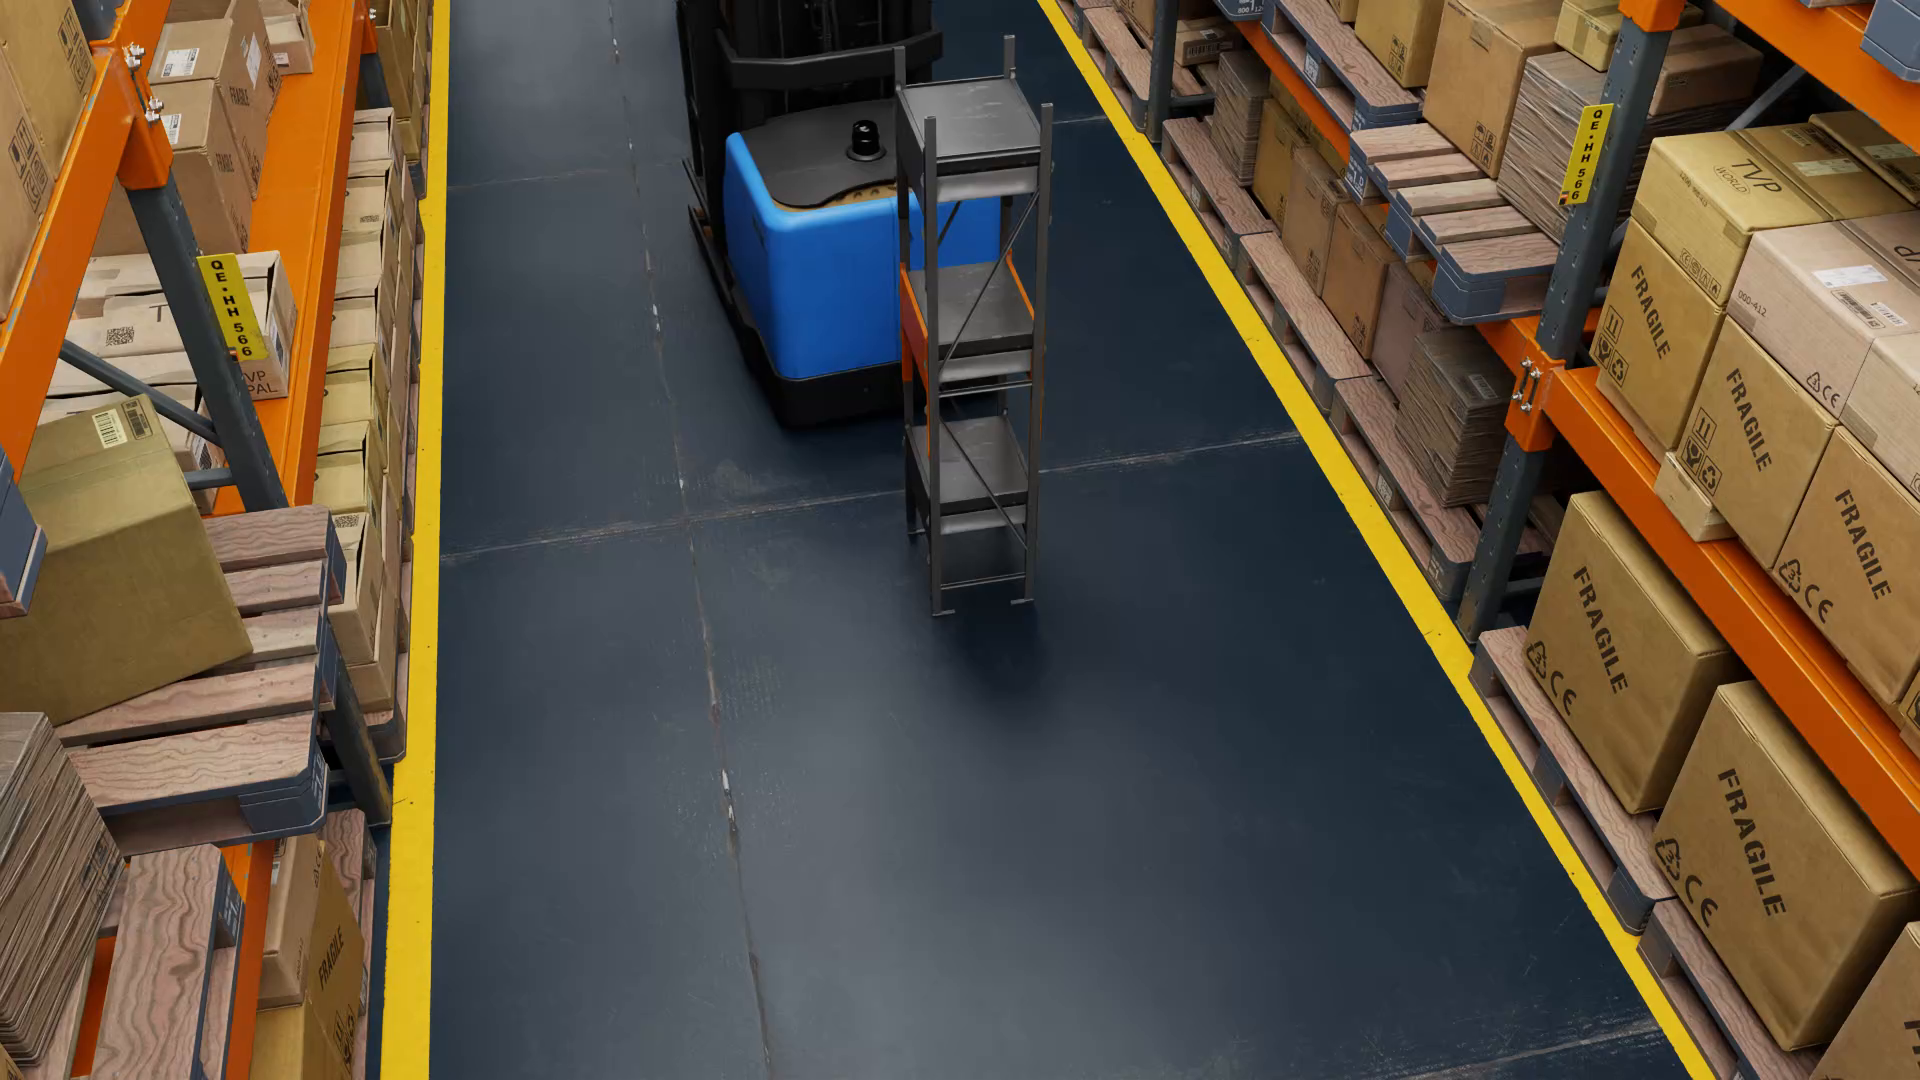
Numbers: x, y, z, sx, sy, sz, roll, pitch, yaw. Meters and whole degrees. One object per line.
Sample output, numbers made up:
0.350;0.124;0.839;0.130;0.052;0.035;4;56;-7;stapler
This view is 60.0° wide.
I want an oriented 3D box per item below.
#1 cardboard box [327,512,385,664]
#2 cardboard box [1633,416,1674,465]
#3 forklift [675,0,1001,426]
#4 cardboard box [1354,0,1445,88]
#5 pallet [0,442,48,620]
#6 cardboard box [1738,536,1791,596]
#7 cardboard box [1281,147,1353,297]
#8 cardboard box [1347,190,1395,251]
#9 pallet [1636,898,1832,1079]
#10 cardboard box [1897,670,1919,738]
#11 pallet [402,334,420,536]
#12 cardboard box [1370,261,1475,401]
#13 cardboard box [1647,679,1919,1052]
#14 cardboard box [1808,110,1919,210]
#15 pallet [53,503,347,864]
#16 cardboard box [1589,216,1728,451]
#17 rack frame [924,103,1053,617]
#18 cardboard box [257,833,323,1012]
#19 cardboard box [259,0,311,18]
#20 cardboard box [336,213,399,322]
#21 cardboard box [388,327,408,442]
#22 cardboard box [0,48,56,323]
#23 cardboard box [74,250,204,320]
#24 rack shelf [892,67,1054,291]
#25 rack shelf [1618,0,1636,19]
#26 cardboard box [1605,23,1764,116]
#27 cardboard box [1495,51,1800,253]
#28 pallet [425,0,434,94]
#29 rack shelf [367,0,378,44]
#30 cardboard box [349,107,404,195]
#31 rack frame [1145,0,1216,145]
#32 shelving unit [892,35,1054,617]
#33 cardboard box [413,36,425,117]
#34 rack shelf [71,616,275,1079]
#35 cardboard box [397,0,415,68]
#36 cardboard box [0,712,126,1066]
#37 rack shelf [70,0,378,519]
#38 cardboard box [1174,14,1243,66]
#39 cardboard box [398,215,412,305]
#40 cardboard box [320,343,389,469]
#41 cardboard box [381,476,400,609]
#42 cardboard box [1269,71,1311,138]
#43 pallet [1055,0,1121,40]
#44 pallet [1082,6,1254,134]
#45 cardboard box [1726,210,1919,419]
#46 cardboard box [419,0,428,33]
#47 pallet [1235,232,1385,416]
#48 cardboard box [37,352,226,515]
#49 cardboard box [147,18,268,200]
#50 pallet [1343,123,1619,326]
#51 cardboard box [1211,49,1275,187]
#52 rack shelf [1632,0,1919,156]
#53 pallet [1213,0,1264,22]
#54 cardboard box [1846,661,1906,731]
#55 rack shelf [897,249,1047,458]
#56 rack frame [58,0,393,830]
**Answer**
-2.261;0.162;5.641;0.500;0.311;0.500;-7;42;-8;cardboard box
2.292;-0.333;5.040;0.380;0.149;0.250;-8;42;-9;cardboard box
-0.740;-2.582;7.450;1.130;2.935;3.031;-12;43;-14;forklift
1.999;-2.140;6.495;0.700;0.500;0.500;-8;42;-9;cardboard box
-1.871;0.318;2.014;1.213;0.211;1.003;-8;42;-9;pallet
2.441;-0.003;4.668;0.380;0.149;0.250;-9;42;-10;cardboard box
1.944;-1.514;7.748;0.700;0.500;0.500;-8;42;-9;cardboard box
2.017;-1.511;7.180;0.500;0.250;0.500;-9;42;-9;cardboard box
2.757;1.523;4.875;1.003;0.211;1.213;-8;42;-9;pallet
2.586;0.364;3.766;0.500;0.500;0.500;-7;42;-8;cardboard box
-2.835;-0.404;7.046;1.003;0.211;1.213;-8;42;-9;pallet
2.197;-0.870;7.022;0.700;0.500;0.500;-8;42;-9;cardboard box
2.614;0.880;4.802;0.750;0.750;0.750;-9;42;-9;cardboard box
2.752;-1.010;4.749;0.500;0.250;0.500;-7;42;-8;cardboard box
-2.220;0.383;4.204;1.213;0.211;1.003;-8;42;-9;pallet
2.256;-0.635;4.892;0.500;0.500;0.500;-7;42;-8;cardboard box
0.088;-0.520;5.754;0.400;2.100;0.015;-8;42;-9;rack frame
-1.988;0.980;4.373;0.500;0.250;0.500;-7;42;-8;cardboard box
-3.150;-2.342;7.242;0.500;0.250;0.500;-6;42;-7;cardboard box
-2.707;-1.168;7.139;0.500;0.311;0.500;-8;42;-9;cardboard box
-2.599;-0.623;6.947;0.500;0.250;0.500;-8;42;-8;cardboard box
-2.198;-0.669;2.909;0.910;0.500;0.500;-8;42;-9;cardboard box
-2.765;-0.843;5.629;0.380;0.149;0.250;-5;42;-6;cardboard box
0.036;-1.191;5.476;0.431;0.518;0.480;-8;42;-9;rack shelf
1.969;-2.980;6.130;1.077;0.370;4.000;-8;42;-9;rack shelf
2.297;-1.494;5.279;0.380;0.149;0.250;-14;43;-15;cardboard box
2.290;-1.336;5.589;0.700;0.500;0.500;-13;43;-14;cardboard box
-3.696;-2.982;9.951;1.003;0.211;1.213;-8;42;-9;pallet
-3.730;-3.739;9.244;1.077;0.370;4.000;-8;42;-9;rack shelf
-2.931;-1.828;7.883;0.500;0.311;0.500;-8;42;-9;cardboard box
1.538;-3.423;8.347;1.000;3.000;0.127;-8;42;-9;rack frame
0.036;-0.678;5.932;0.431;2.100;0.503;-8;42;-9;shelving unit
-3.206;-2.509;9.072;0.500;0.250;0.500;-8;42;-9;cardboard box
-2.004;1.447;3.402;1.077;0.370;4.000;-8;42;-9;rack shelf
-3.209;-2.789;8.822;0.500;0.500;0.500;-8;42;-9;cardboard box
-2.178;0.699;3.311;0.700;0.500;0.500;-1;42;-1;cardboard box
-2.867;-1.146;6.323;1.077;0.370;4.000;-8;42;-9;rack shelf
1.393;-2.871;9.527;0.380;0.166;0.250;-14;43;-15;cardboard box
-2.819;-1.285;7.692;0.500;0.250;0.500;-9;42;-10;cardboard box
-2.491;-0.509;6.396;0.500;0.311;0.500;-9;42;-10;cardboard box
-2.371;0.046;6.194;0.500;0.250;0.500;-9;42;-10;cardboard box
1.811;-2.174;7.926;0.500;0.250;0.500;-9;42;-10;cardboard box
1.091;-3.603;10.650;1.003;0.211;1.213;-8;42;-9;pallet
1.358;-2.811;9.758;1.003;0.211;1.213;-8;42;-9;pallet
2.364;-0.588;4.273;0.500;0.250;0.500;-9;42;-10;cardboard box
-3.422;-3.157;9.802;0.500;0.250;0.500;-8;42;-9;cardboard box
1.974;-1.084;7.812;1.003;0.211;1.213;-8;42;-9;pallet
-2.471;-0.327;4.926;0.500;0.311;0.500;-6;42;-7;cardboard box
-2.927;-1.582;6.198;0.500;0.500;0.500;-8;42;-9;cardboard box
2.143;-1.206;5.993;1.213;0.211;1.003;-8;42;-9;pallet
1.713;-2.178;8.496;0.700;0.500;0.500;-7;42;-8;cardboard box
2.833;-0.387;3.209;1.077;0.370;4.000;-8;42;-9;rack shelf
1.560;-2.835;7.829;1.003;0.211;1.213;-8;42;-9;pallet
2.551;0.332;4.290;0.380;0.149;0.250;-8;42;-9;cardboard box
0.036;-0.668;5.941;0.431;0.518;0.480;-8;42;-9;rack shelf
-2.435;-0.118;4.624;1.000;3.000;0.127;-8;42;-9;rack frame
